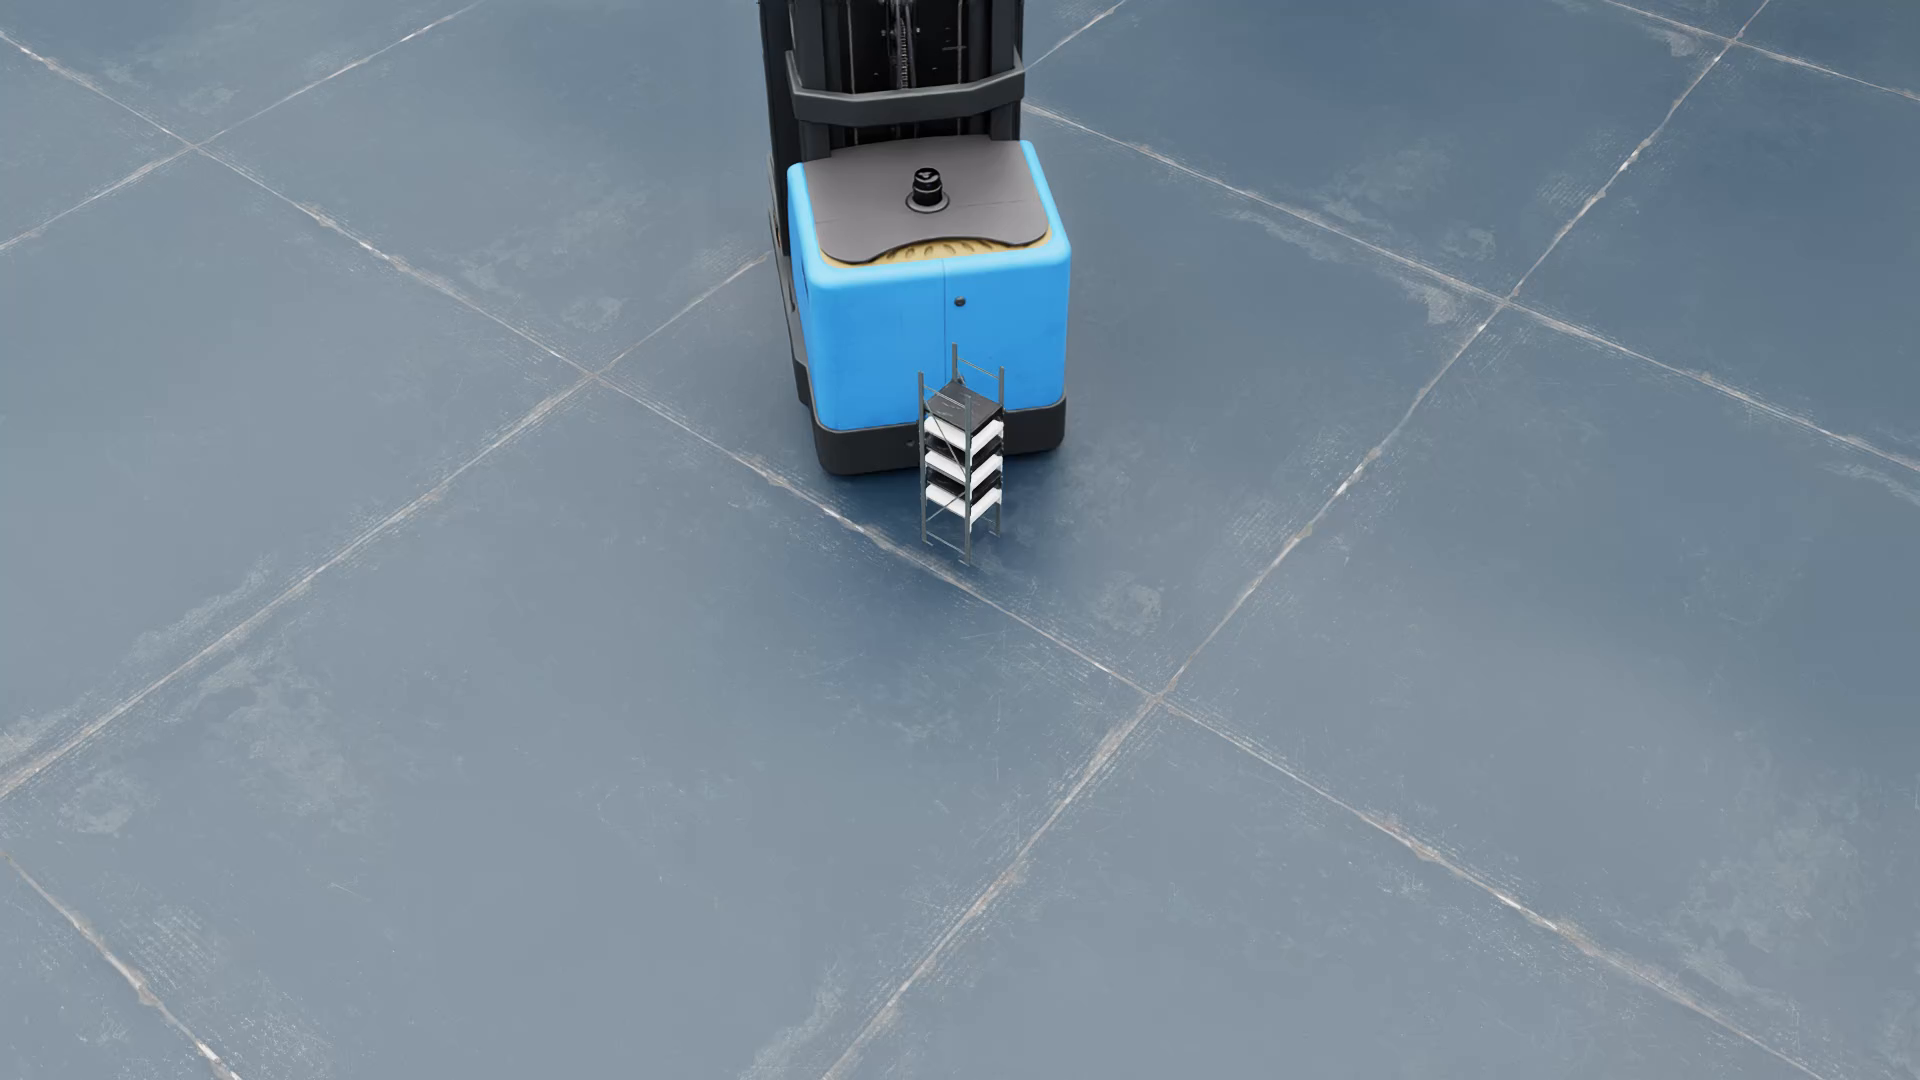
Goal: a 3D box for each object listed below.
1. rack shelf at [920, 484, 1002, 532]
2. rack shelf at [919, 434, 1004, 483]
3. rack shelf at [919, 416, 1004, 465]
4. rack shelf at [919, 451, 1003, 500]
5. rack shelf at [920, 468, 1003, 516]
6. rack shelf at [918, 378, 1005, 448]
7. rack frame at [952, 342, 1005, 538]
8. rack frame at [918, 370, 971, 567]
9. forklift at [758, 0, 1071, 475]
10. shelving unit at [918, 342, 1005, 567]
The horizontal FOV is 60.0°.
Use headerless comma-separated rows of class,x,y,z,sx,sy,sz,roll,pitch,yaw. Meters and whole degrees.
rack shelf,0.005,-0.168,6.583,0.258,0.077,0.200,29,53,25
rack shelf,0.005,-0.355,6.388,0.258,0.077,0.200,29,53,25
rack shelf,0.005,-0.417,6.323,0.258,0.077,0.200,29,53,25
rack shelf,0.005,-0.292,6.453,0.258,0.077,0.200,29,53,25
rack shelf,0.005,-0.230,6.518,0.258,0.077,0.200,29,53,25
rack shelf,0.005,-0.479,6.258,0.258,0.077,0.200,29,53,25
rack frame,0.067,-0.374,6.485,0.240,0.900,0.006,29,53,25
rack frame,-0.057,-0.257,6.373,0.240,0.900,0.006,29,53,25
forklift,-0.324,-2.364,6.981,1.130,2.935,3.031,-7,47,-7
shelving unit,0.005,-0.315,6.429,0.258,0.900,0.210,29,53,25
